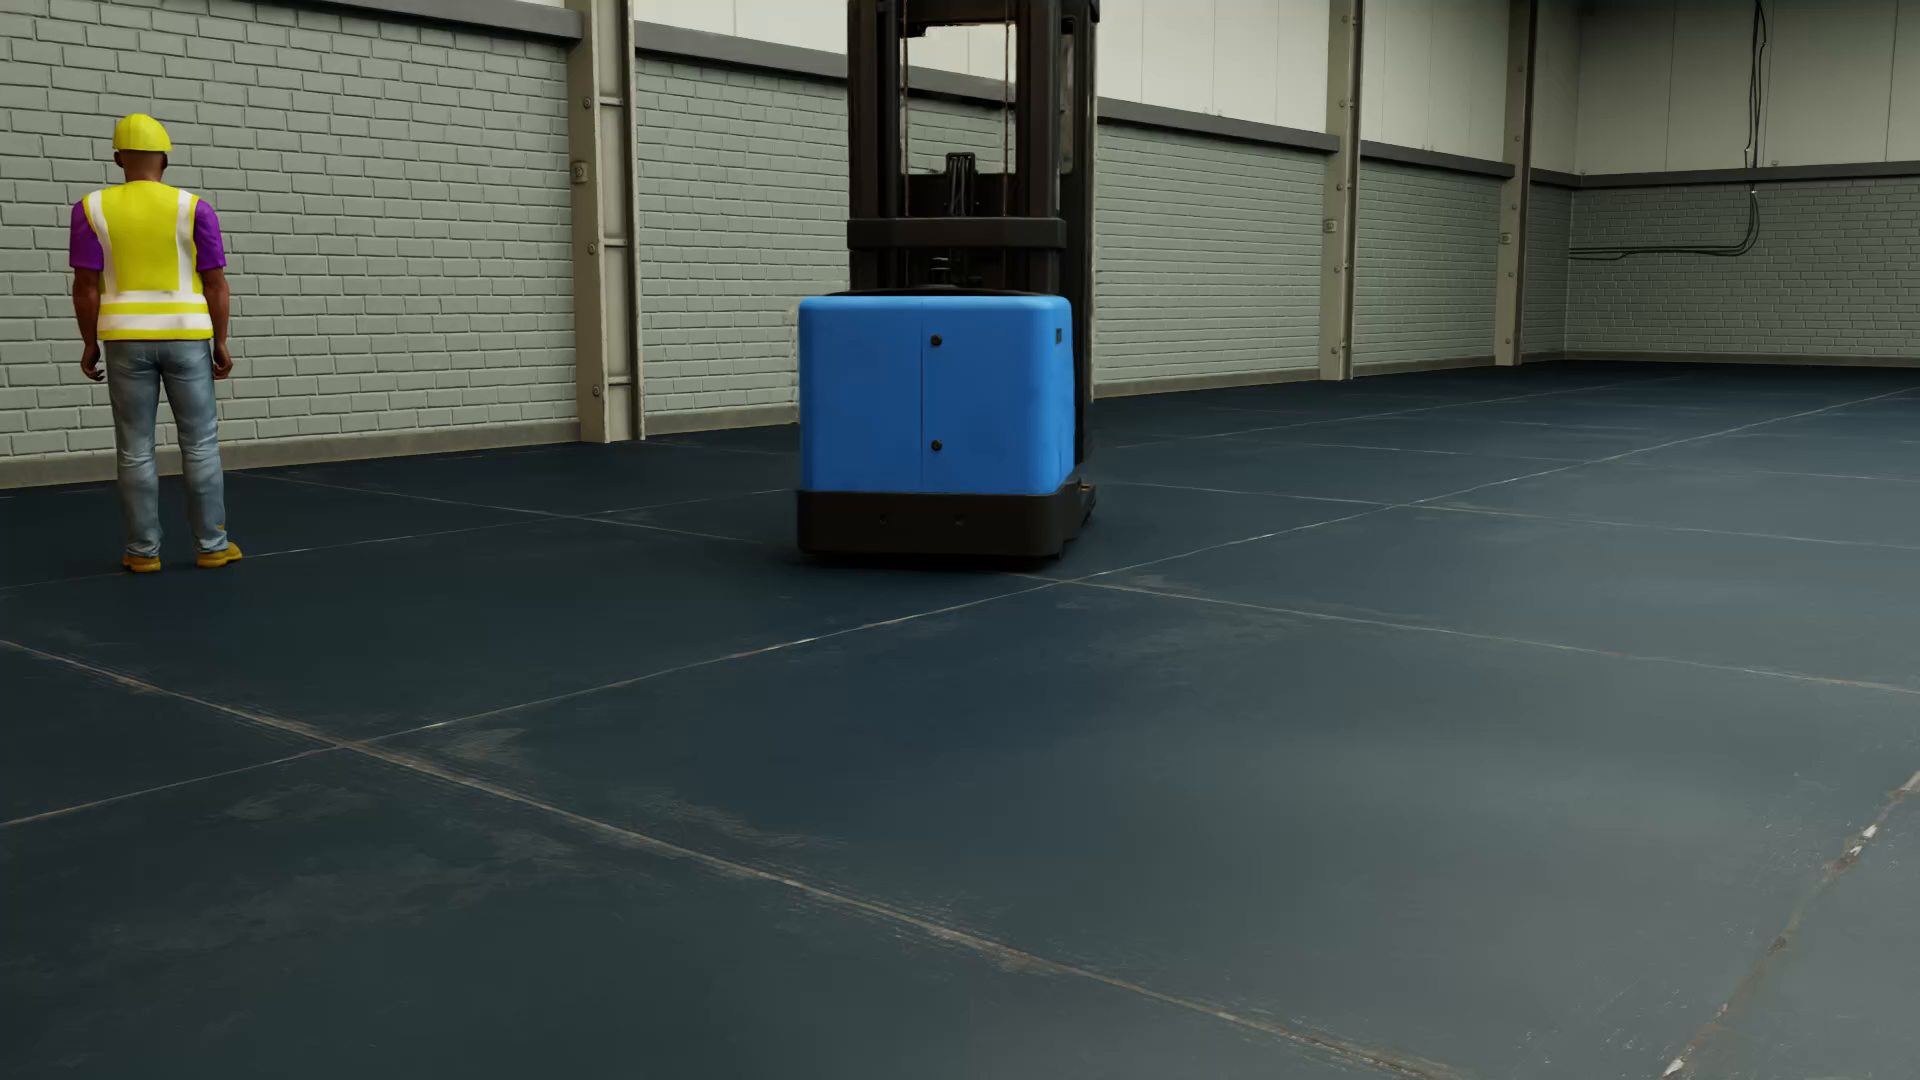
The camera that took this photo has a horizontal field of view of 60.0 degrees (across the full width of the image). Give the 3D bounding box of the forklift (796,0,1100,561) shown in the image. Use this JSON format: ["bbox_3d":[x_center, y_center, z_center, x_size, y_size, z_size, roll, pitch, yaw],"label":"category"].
[{"bbox_3d":[0.074,-1.541,7.814,1.130,2.935,3.031,1,8,8],"label":"forklift"}]

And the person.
[{"bbox_3d":[-3.165,-0.767,6.549,0.552,1.771,0.382,-3,9,-23],"label":"person"}]
